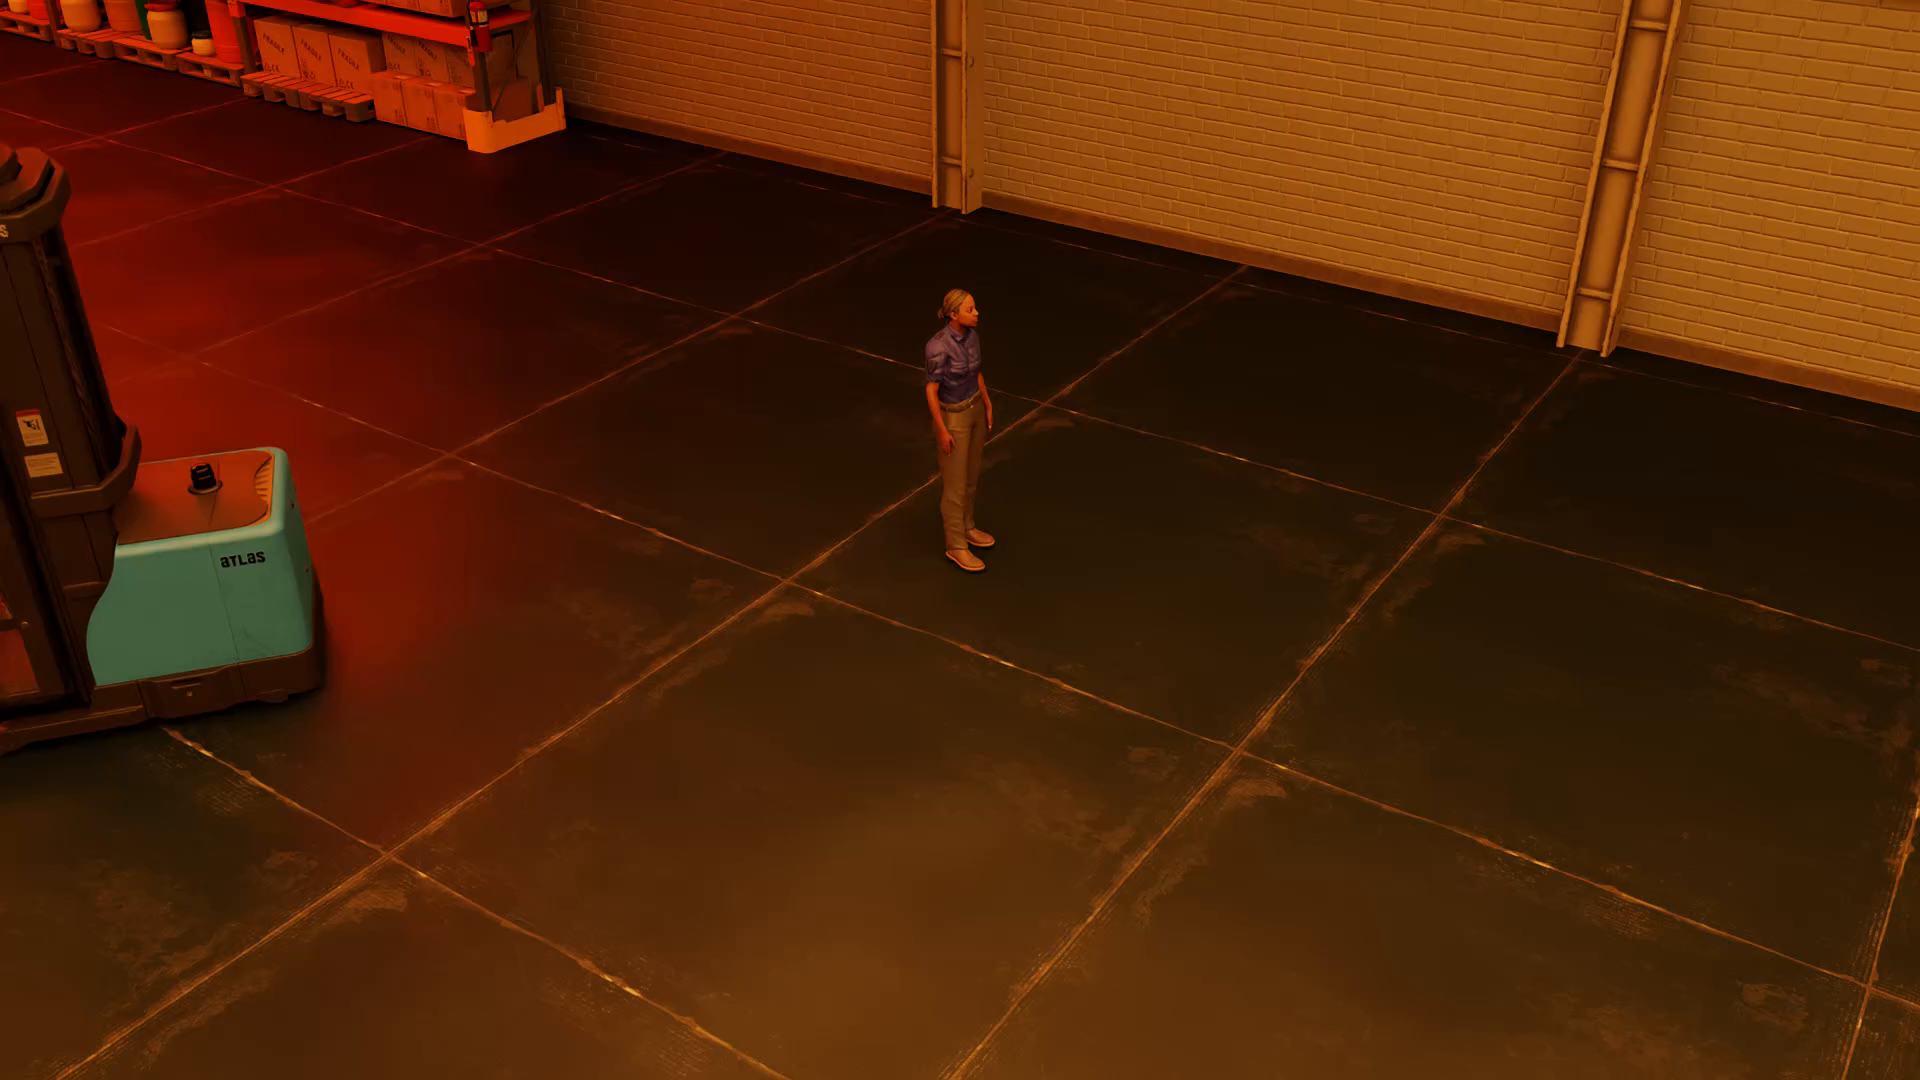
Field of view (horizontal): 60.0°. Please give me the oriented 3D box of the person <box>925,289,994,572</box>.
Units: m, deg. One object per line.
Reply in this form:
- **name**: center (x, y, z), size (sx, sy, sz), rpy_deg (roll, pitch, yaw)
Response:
- **person**: center (0.061, -0.689, 10.024), size (0.504, 1.654, 0.569), rpy_deg (19, 35, 29)

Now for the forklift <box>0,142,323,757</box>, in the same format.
- **forklift**: center (-5.043, -0.414, 8.295), size (3.031, 2.935, 1.130), rpy_deg (-9, 31, -16)
